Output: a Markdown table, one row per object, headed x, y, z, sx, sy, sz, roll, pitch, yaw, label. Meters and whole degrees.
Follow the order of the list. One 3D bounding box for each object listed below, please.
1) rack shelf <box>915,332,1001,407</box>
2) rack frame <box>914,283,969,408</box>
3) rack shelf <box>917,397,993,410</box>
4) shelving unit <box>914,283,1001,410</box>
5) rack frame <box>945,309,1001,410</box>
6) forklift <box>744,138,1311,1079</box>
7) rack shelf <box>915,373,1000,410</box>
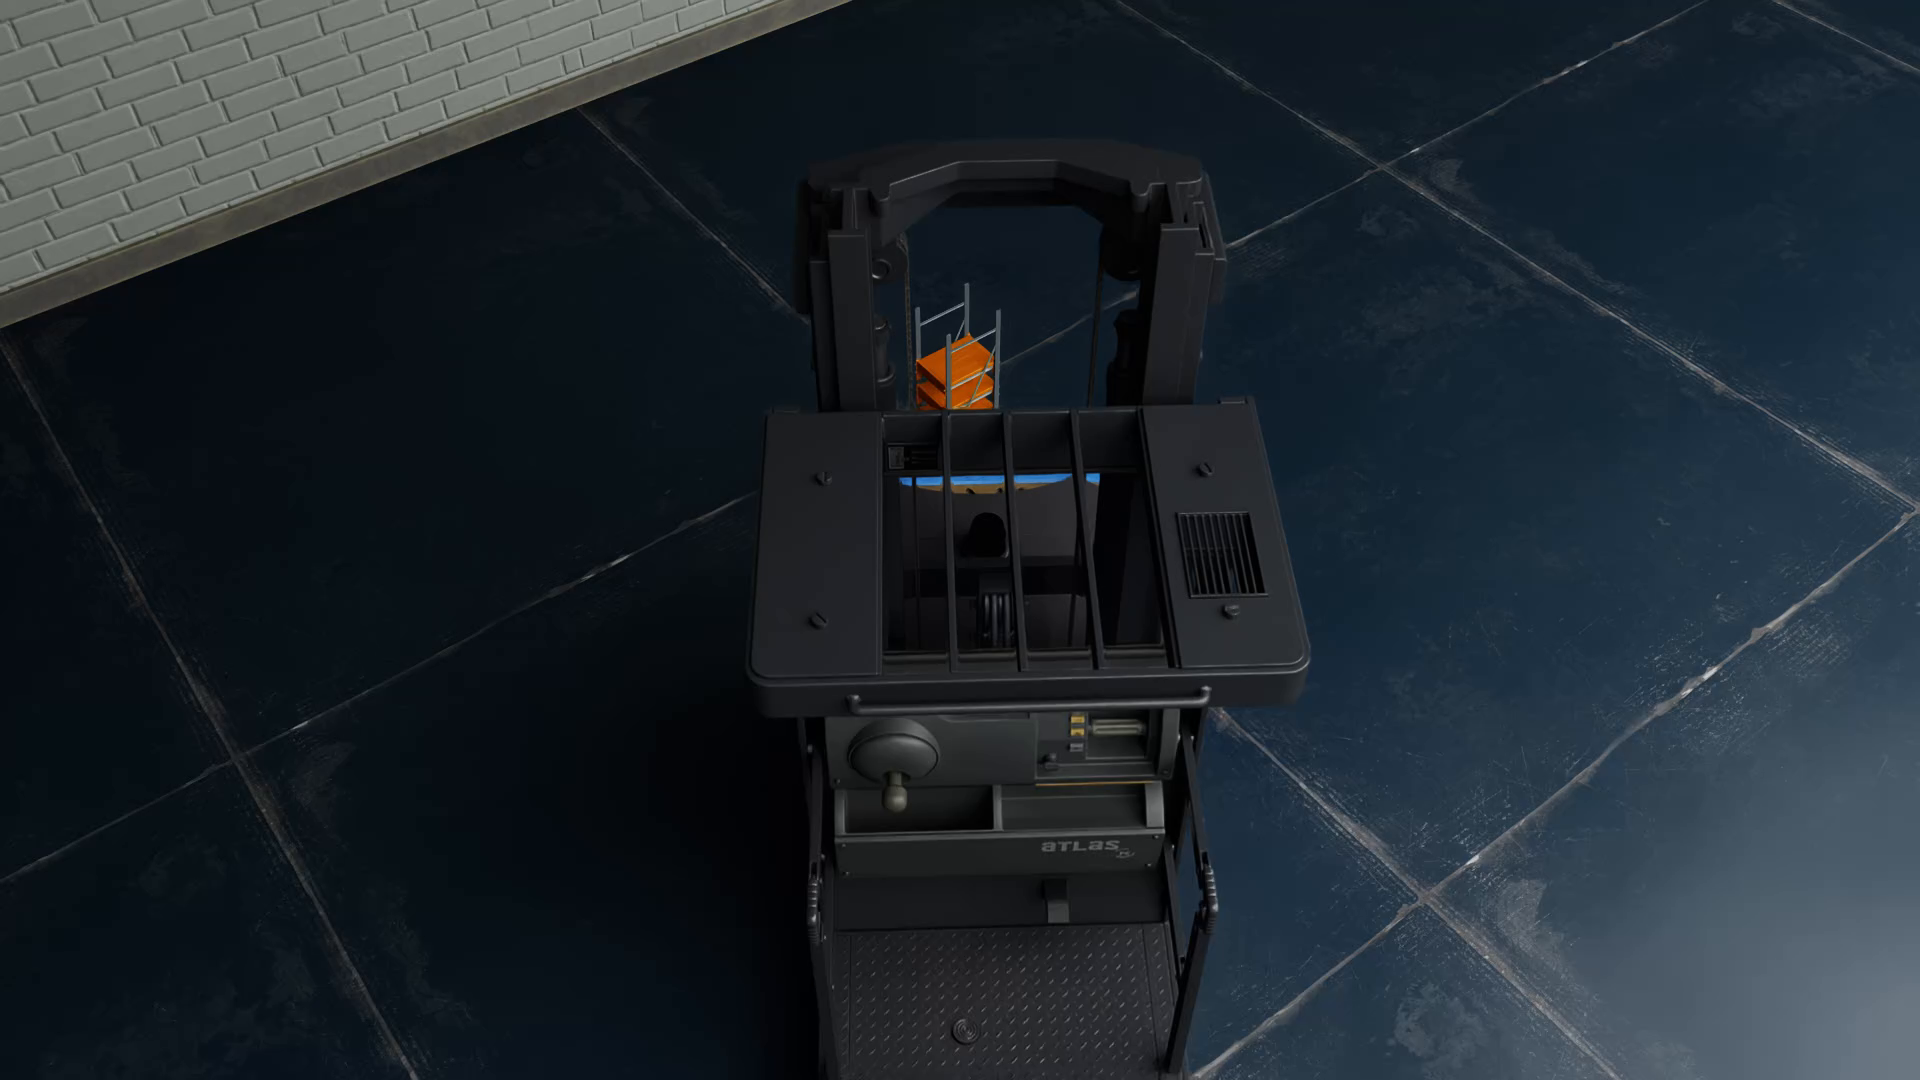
| x | y | z | sx | sy | sz | roll | pitch | yaw | label |
| --- | --- | --- | --- | --- | --- | --- | --- | --- | --- |
| -0.009 | -0.623 | 6.078 | 0.258 | 0.103 | 0.180 | -29 | 54 | -24 | rack shelf |
| -0.064 | -0.465 | 6.361 | 0.240 | 1.200 | 0.006 | -29 | 54 | -24 | rack frame |
| -0.009 | -0.462 | 6.256 | 0.258 | 0.103 | 0.180 | -29 | 54 | -24 | rack shelf |
| -0.009 | -0.412 | 6.312 | 0.258 | 1.200 | 0.189 | -29 | 54 | -24 | shelving unit |
| 0.047 | -0.358 | 6.263 | 0.240 | 1.200 | 0.006 | -29 | 54 | -24 | rack frame |
| 0.119 | 0.610 | 4.217 | 1.130 | 2.935 | 3.031 | -1 | 48 | -1 | forklift |
| -0.009 | -0.543 | 6.167 | 0.258 | 0.103 | 0.180 | -29 | 54 | -24 | rack shelf |
